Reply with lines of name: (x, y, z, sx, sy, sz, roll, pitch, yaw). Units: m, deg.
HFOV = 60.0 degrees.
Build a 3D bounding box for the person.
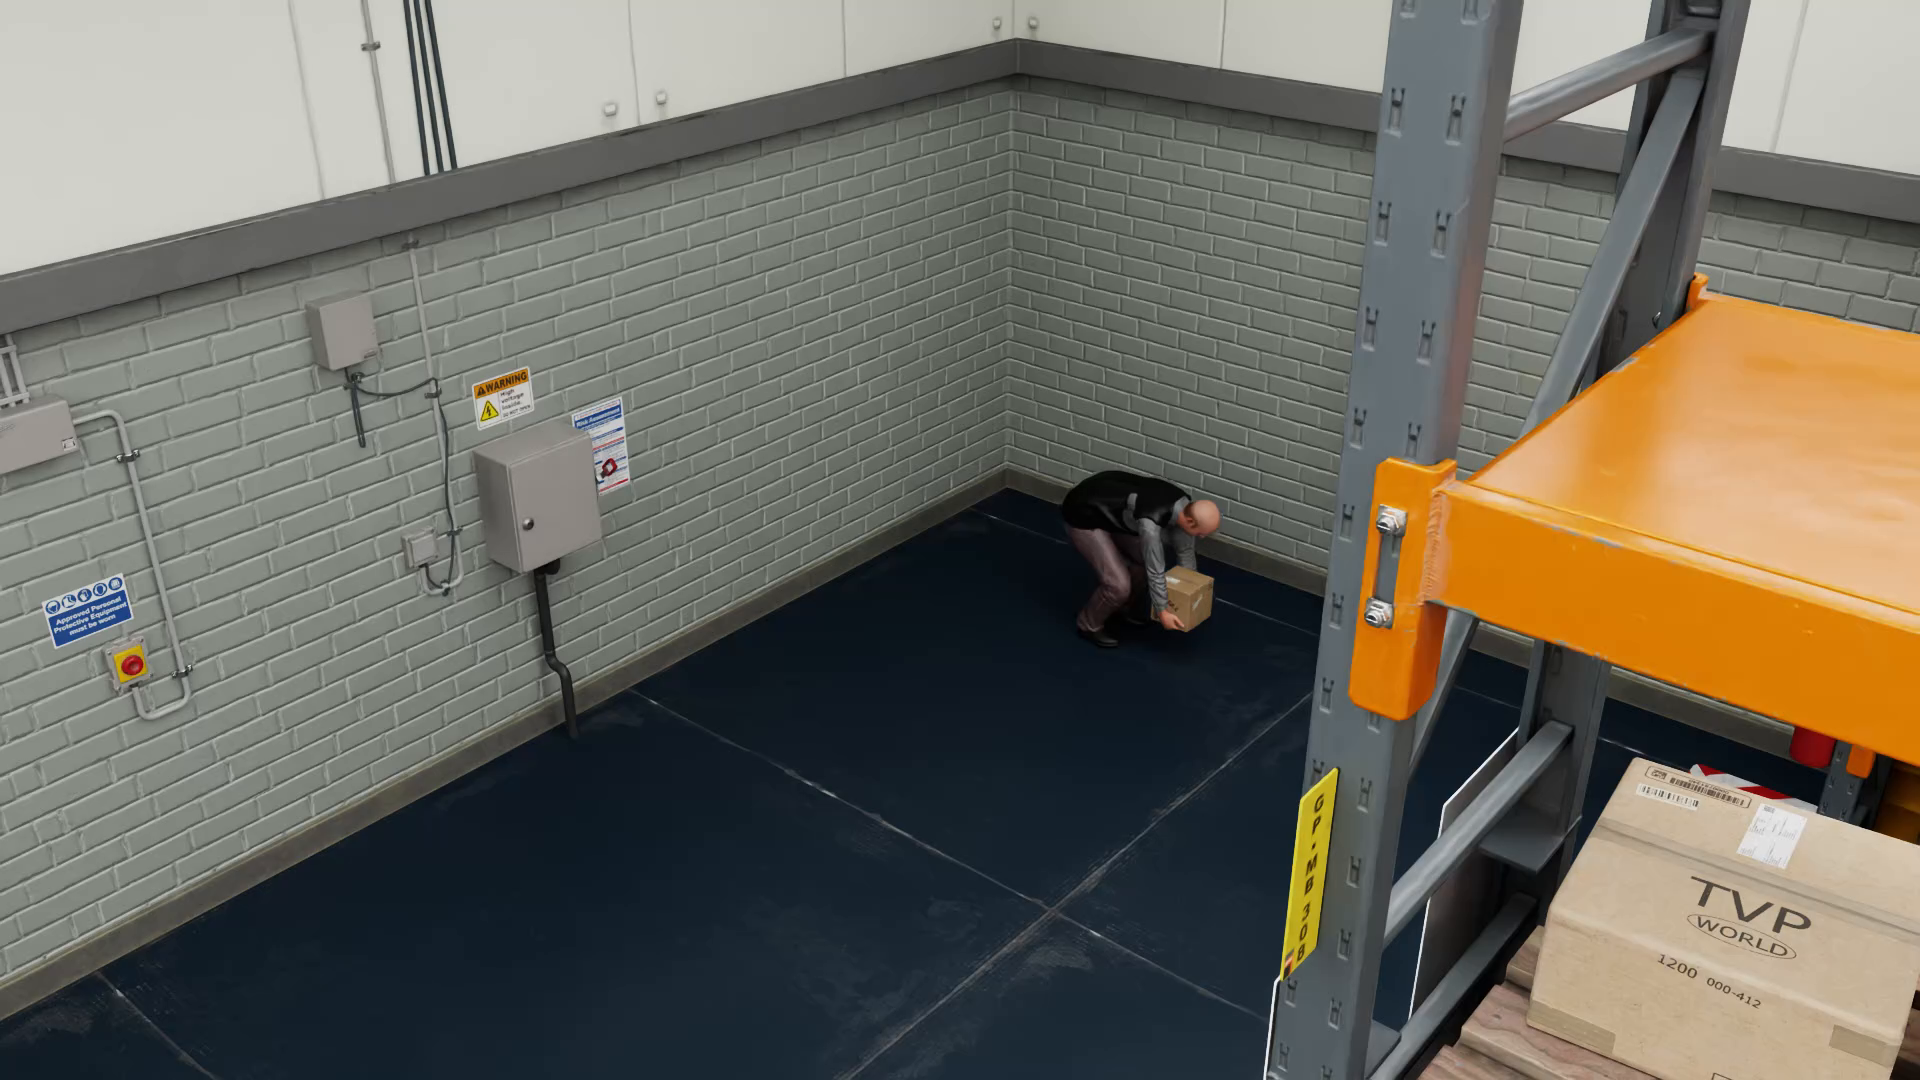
person: (1.037, 0.124, 9.563, 0.951, 1.048, 0.508, 19, 33, 32)
